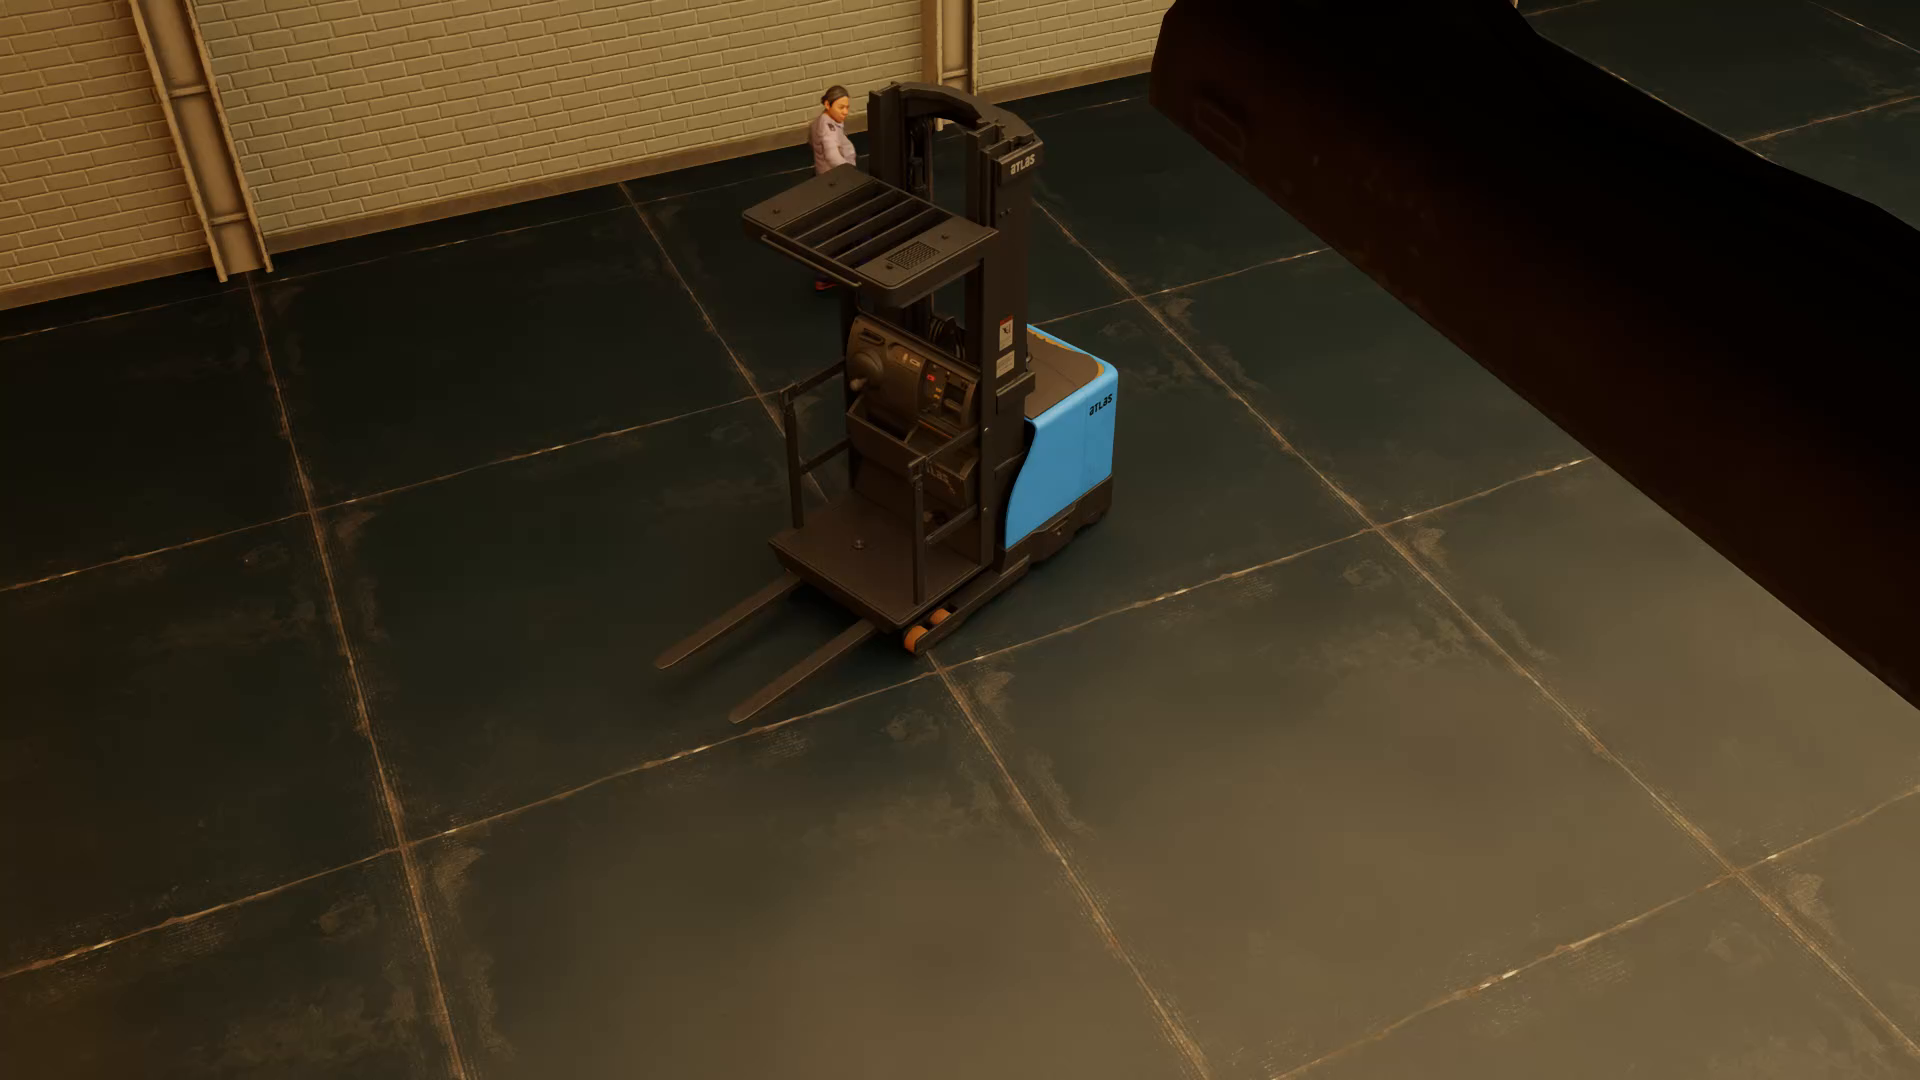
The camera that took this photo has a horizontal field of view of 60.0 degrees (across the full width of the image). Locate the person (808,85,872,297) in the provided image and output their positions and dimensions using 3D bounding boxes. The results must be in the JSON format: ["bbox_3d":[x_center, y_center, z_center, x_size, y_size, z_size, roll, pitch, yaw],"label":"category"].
[{"bbox_3d":[-0.874,-2.532,12.099,0.495,1.610,0.691,-20,44,-22],"label":"person"}]

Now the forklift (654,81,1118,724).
[{"bbox_3d":[-0.413,-0.839,9.021,1.130,2.935,3.031,31,49,31],"label":"forklift"}]
